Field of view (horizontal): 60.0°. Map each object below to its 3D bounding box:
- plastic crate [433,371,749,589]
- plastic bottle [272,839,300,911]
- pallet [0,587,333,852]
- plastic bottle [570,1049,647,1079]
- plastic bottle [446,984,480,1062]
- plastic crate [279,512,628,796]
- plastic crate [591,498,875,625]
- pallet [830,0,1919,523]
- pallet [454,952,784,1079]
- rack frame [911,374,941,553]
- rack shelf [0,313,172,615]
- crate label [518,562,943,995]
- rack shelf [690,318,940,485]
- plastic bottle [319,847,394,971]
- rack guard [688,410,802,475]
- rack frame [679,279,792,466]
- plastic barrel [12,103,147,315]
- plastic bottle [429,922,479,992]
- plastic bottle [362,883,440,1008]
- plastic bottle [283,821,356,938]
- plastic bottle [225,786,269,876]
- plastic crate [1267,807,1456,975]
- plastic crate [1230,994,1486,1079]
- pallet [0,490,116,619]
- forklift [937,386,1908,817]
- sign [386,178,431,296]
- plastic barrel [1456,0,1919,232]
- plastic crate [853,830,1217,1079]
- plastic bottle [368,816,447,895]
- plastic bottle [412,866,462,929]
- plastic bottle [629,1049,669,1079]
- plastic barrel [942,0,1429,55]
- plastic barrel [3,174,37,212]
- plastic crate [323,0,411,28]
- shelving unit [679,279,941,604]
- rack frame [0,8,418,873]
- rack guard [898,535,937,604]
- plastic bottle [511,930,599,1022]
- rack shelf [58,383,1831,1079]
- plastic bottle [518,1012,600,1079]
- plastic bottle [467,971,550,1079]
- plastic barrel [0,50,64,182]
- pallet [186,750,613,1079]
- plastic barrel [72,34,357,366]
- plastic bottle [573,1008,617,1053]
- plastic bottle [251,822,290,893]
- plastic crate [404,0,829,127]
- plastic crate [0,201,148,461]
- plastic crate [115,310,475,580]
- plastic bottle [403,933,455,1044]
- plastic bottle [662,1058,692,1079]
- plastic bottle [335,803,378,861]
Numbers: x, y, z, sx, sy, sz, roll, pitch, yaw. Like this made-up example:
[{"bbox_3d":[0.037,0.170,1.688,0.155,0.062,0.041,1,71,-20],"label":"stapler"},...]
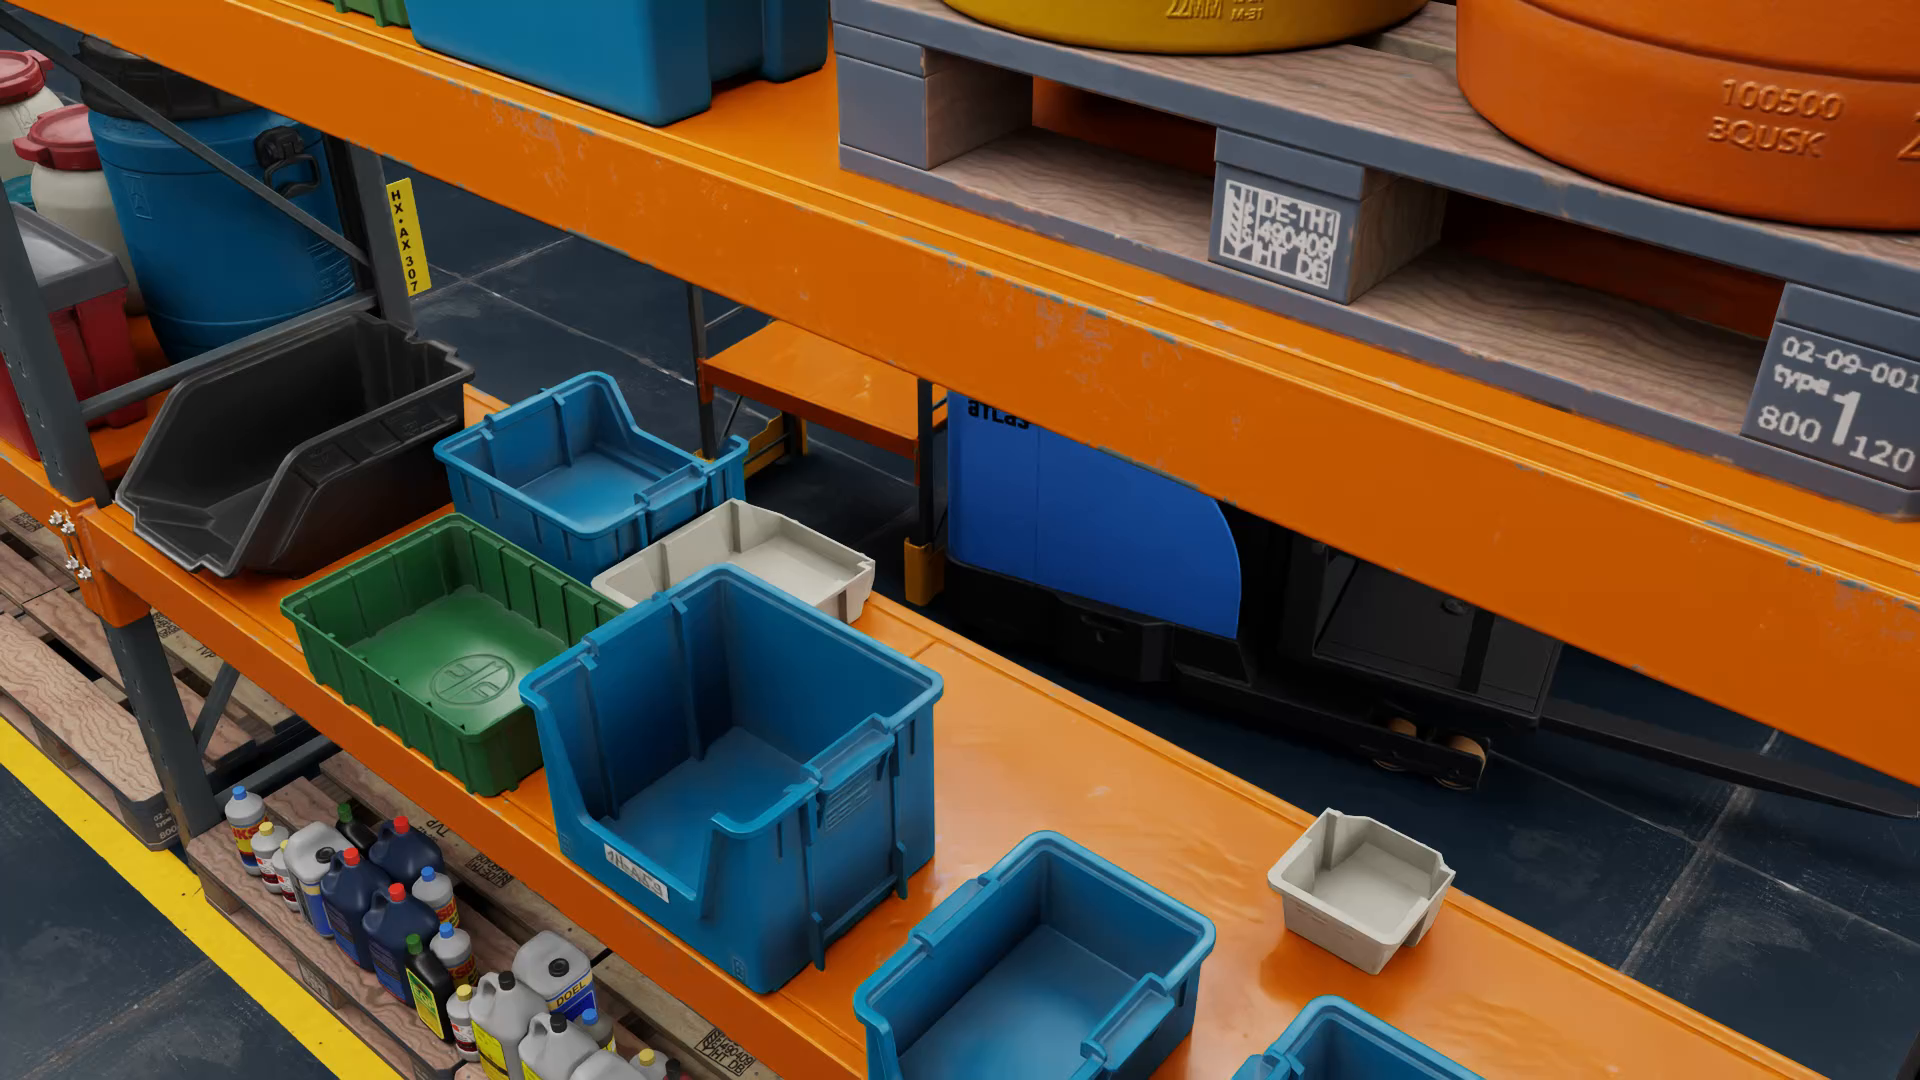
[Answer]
[{"bbox_3d":[-0.856,-0.130,3.921,0.616,0.251,0.499,25,42,32],"label":"plastic crate"},{"bbox_3d":[-1.760,0.878,4.406,0.097,0.201,0.097,0,34,0],"label":"plastic bottle"},{"bbox_3d":[-2.509,0.408,5.470,1.213,0.211,1.003,25,42,32],"label":"pallet"},{"bbox_3d":[-0.781,1.288,3.742,0.135,0.276,0.152,24,41,31],"label":"plastic bottle"},{"bbox_3d":[-1.178,1.152,4.006,0.097,0.201,0.097,0,34,0],"label":"plastic bottle"},{"bbox_3d":[-1.018,0.228,3.456,0.662,0.188,0.450,25,42,32],"label":"plastic crate"},{"bbox_3d":[-0.471,0.112,3.670,0.437,0.136,0.530,25,42,32],"label":"plastic crate"},{"bbox_3d":[0.620,-0.526,1.884,1.213,0.211,1.003,25,42,32],"label":"pallet"},{"bbox_3d":[-0.449,1.378,4.056,1.213,0.211,1.003,25,42,32],"label":"pallet"},{"bbox_3d":[-0.006,-0.528,5.694,0.032,1.500,0.500,22,40,28],"label":"rack frame"},{"bbox_3d":[-3.418,-0.902,5.549,4.000,0.370,1.077,25,42,32],"label":"rack shelf"},{"bbox_3d":[-0.394,0.411,2.971,0.616,0.435,0.502,25,42,32],"label":"crate label"},{"bbox_3d":[-0.423,-0.544,6.035,1.000,0.185,0.538,22,40,28],"label":"rack shelf"},{"bbox_3d":[-1.526,0.909,4.228,0.185,0.351,0.144,26,42,33],"label":"plastic bottle"},{"bbox_3d":[-0.839,-0.342,6.527,0.087,0.250,0.587,22,40,28],"label":"rack guard"},{"bbox_3d":[-0.840,-0.857,6.173,0.032,1.500,0.500,22,40,28],"label":"rack frame"},{"bbox_3d":[-2.475,-0.972,4.896,0.433,0.535,0.433,0,34,0],"label":"plastic barrel"},{"bbox_3d":[-1.244,1.047,4.097,0.097,0.271,0.097,0,34,0],"label":"plastic bottle"},{"bbox_3d":[-1.381,0.978,4.128,0.185,0.351,0.144,23,41,30],"label":"plastic bottle"},{"bbox_3d":[-1.650,0.878,4.338,0.135,0.276,0.152,27,43,33],"label":"plastic bottle"},{"bbox_3d":[-1.916,0.775,4.493,0.097,0.271,0.097,0,34,0],"label":"plastic bottle"},{"bbox_3d":[0.712,0.619,2.932,0.250,0.136,0.298,25,42,32],"label":"plastic crate"},{"bbox_3d":[0.617,0.985,2.298,0.616,0.251,0.499,25,42,32],"label":"plastic crate"},{"bbox_3d":[-3.451,-0.034,6.113,1.213,0.211,1.003,25,42,32],"label":"pallet"},{"bbox_3d":[1.476,-0.789,4.810,3.031,2.935,1.130,16,37,21],"label":"forklift"},{"bbox_3d":[-1.520,-0.824,4.555,0.005,0.325,0.100,25,42,32],"label":"sign"},{"bbox_3d":[0.739,-0.733,1.267,0.708,0.830,0.600,25,42,32],"label":"plastic barrel"},{"bbox_3d":[0.122,0.747,2.644,0.408,0.251,0.499,25,42,32],"label":"plastic crate"},{"bbox_3d":[-1.433,0.847,4.319,0.185,0.351,0.144,25,42,32],"label":"plastic bottle"},{"bbox_3d":[-1.337,0.942,4.250,0.097,0.271,0.097,0,34,0],"label":"plastic bottle"},{"bbox_3d":[-0.716,1.258,3.852,0.097,0.201,0.097,0,34,0],"label":"plastic bottle"},{"bbox_3d":[0.236,-0.870,1.681,0.600,0.588,0.600,0,34,0],"label":"plastic barrel"},{"bbox_3d":[-2.800,-0.963,5.125,0.301,0.262,0.301,0,34,0],"label":"plastic barrel"},{"bbox_3d":[-0.842,-0.933,2.497,0.450,0.188,0.336,25,42,32],"label":"plastic crate"},{"bbox_3d":[-0.430,-0.696,5.938,1.083,1.500,0.587,22,40,28],"label":"shelving unit"},{"bbox_3d":[-1.881,-0.474,4.291,0.127,3.000,1.000,25,42,32],"label":"rack frame"},{"bbox_3d":[-0.022,-0.019,6.057,0.087,0.250,0.587,22,40,28],"label":"rack guard"},{"bbox_3d":[-0.978,1.089,4.032,0.135,0.276,0.152,25,42,32],"label":"plastic bottle"},{"bbox_3d":[-0.343,0.547,3.440,4.000,0.370,1.077,25,42,32],"label":"rack shelf"},{"bbox_3d":[-0.911,1.199,3.806,0.185,0.351,0.144,27,43,34],"label":"plastic bottle"},{"bbox_3d":[-1.054,1.132,3.904,0.185,0.351,0.144,25,42,31],"label":"plastic bottle"},{"bbox_3d":[-3.039,-1.238,5.283,0.433,0.535,0.433,0,34,0],"label":"plastic barrel"},{"bbox_3d":[-1.391,0.937,4.700,1.213,0.211,1.003,25,42,32],"label":"pallet"},{"bbox_3d":[-1.984,-0.953,4.545,0.708,0.901,0.600,25,42,32],"label":"plastic barrel"},{"bbox_3d":[-0.867,1.192,3.948,0.097,0.201,0.097,0,34,0],"label":"plastic bottle"},{"bbox_3d":[-1.838,0.841,4.459,0.097,0.201,0.097,0,34,0],"label":"plastic bottle"},{"bbox_3d":[-0.465,-0.815,2.152,0.575,0.384,0.392,25,42,32],"label":"plastic crate"},{"bbox_3d":[-2.448,-0.543,4.334,0.583,0.464,0.402,25,42,32],"label":"plastic crate"},{"bbox_3d":[-1.560,-0.204,3.952,0.504,0.338,0.767,25,42,32],"label":"plastic crate"},{"bbox_3d":[-1.280,1.083,4.034,0.133,0.283,0.061,27,43,34],"label":"plastic bottle"},{"bbox_3d":[-0.607,1.289,3.735,0.133,0.283,0.061,25,42,32],"label":"plastic bottle"},{"bbox_3d":[-1.582,0.829,4.404,0.133,0.283,0.061,25,42,32],"label":"plastic bottle"}]
